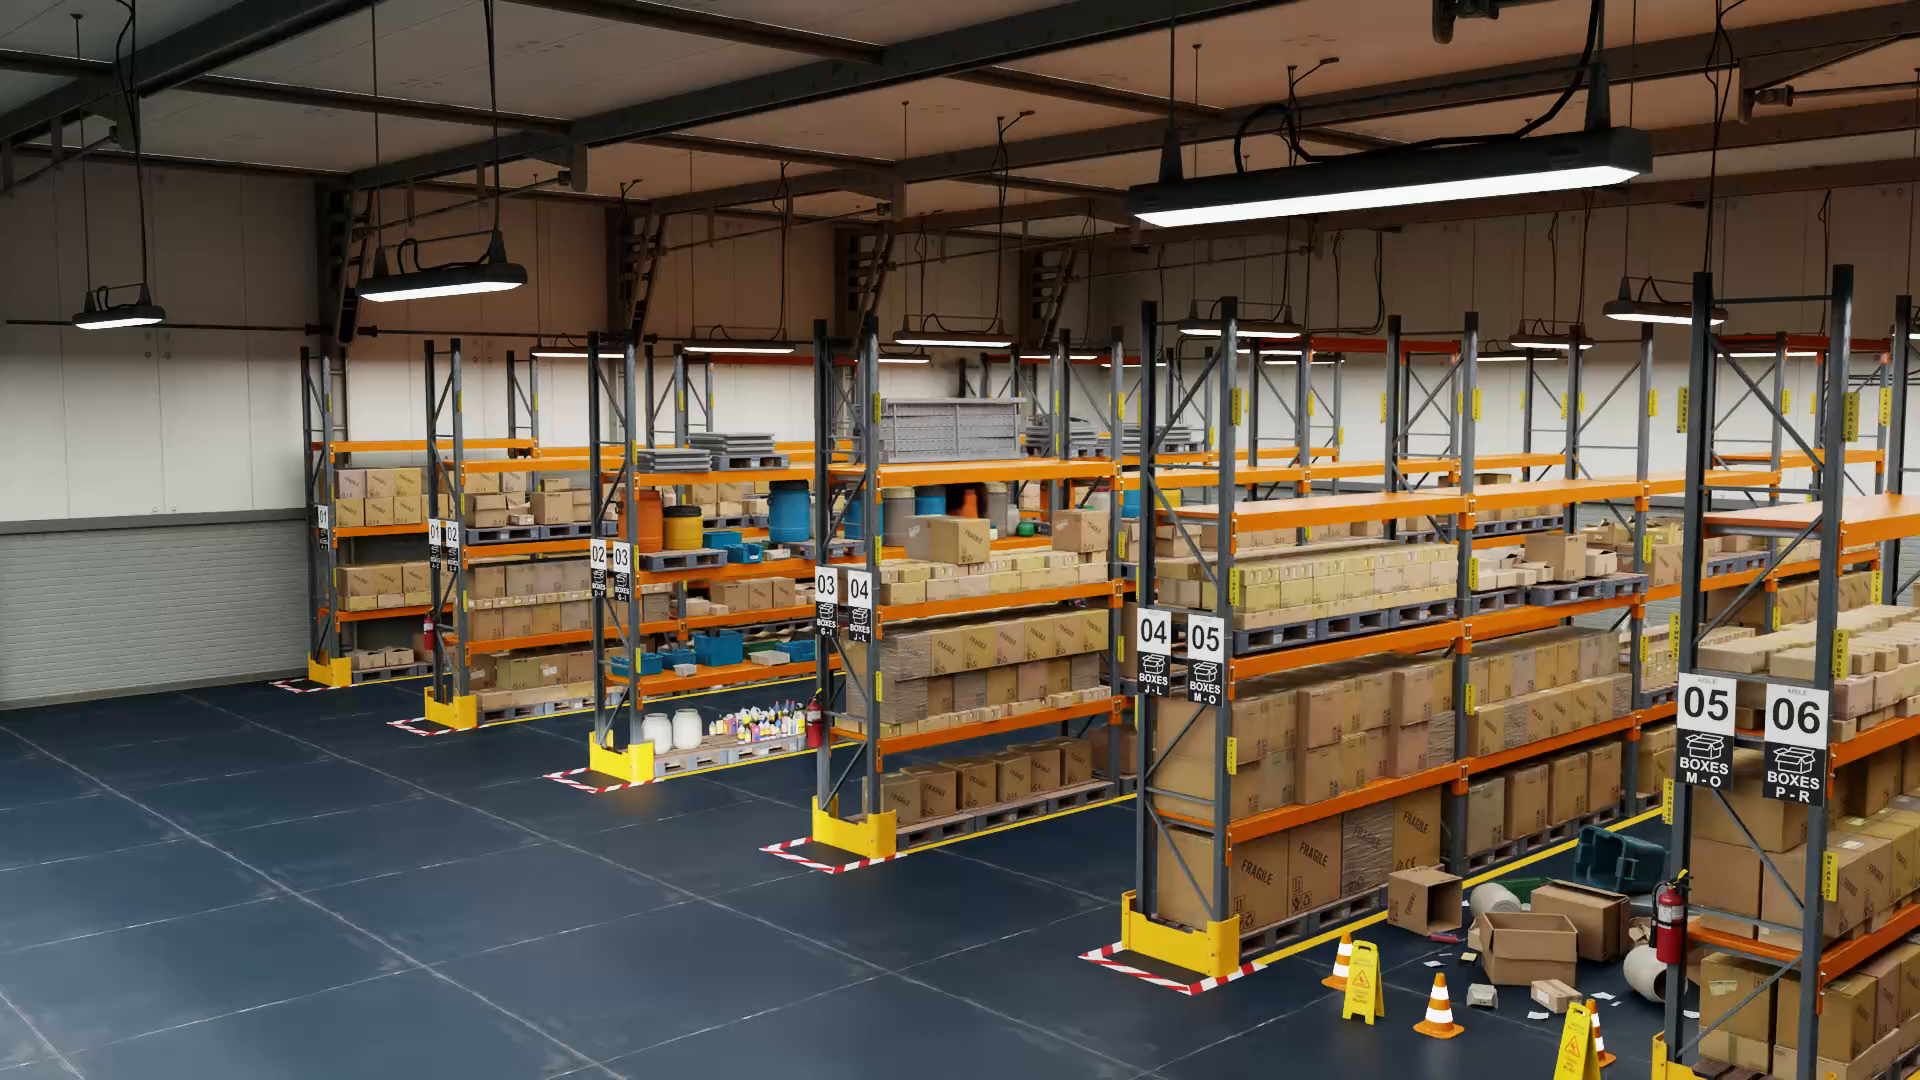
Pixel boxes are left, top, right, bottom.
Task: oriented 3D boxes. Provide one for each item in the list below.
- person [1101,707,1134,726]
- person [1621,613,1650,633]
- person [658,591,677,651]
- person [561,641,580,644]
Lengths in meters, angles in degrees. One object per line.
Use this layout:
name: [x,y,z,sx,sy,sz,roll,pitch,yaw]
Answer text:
person: [2.269,1.897,24.393,0.603,1.699,0.665,-4,7,-40]
person: [11.942,1.835,29.373,0.570,1.561,0.723,-1,5,-8]
person: [-5.611,1.561,30.970,0.675,1.795,0.768,5,7,44]
person: [-6.826,1.787,29.556,1.001,1.621,0.597,-5,7,-43]
